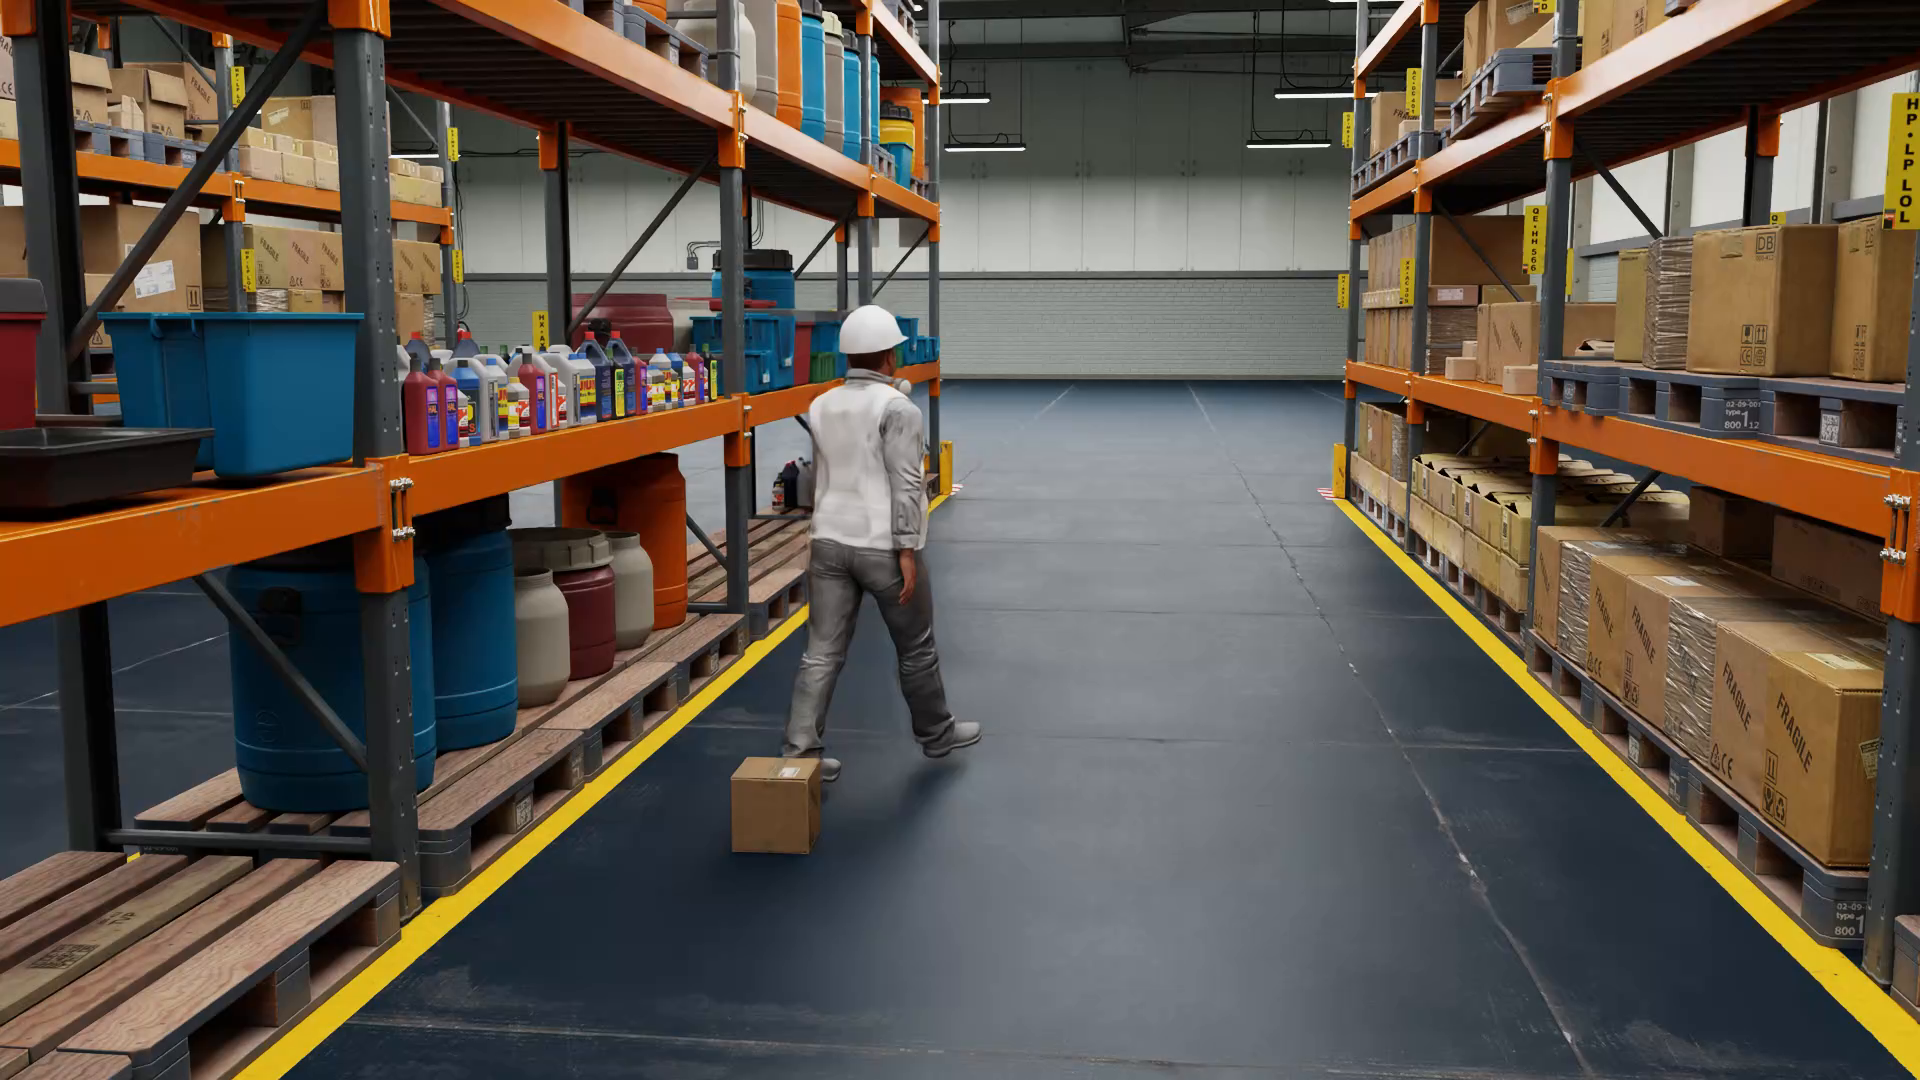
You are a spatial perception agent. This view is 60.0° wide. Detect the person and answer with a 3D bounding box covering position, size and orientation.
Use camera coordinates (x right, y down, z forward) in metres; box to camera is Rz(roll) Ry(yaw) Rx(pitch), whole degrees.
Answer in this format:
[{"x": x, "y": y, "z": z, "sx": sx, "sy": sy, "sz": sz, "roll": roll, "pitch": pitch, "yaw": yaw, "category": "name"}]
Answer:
[{"x": -0.311, "y": 0.003, "z": 6.141, "sx": 0.566, "sy": 1.722, "sz": 1.021, "roll": 4, "pitch": 9, "yaw": 30, "category": "person"}]
